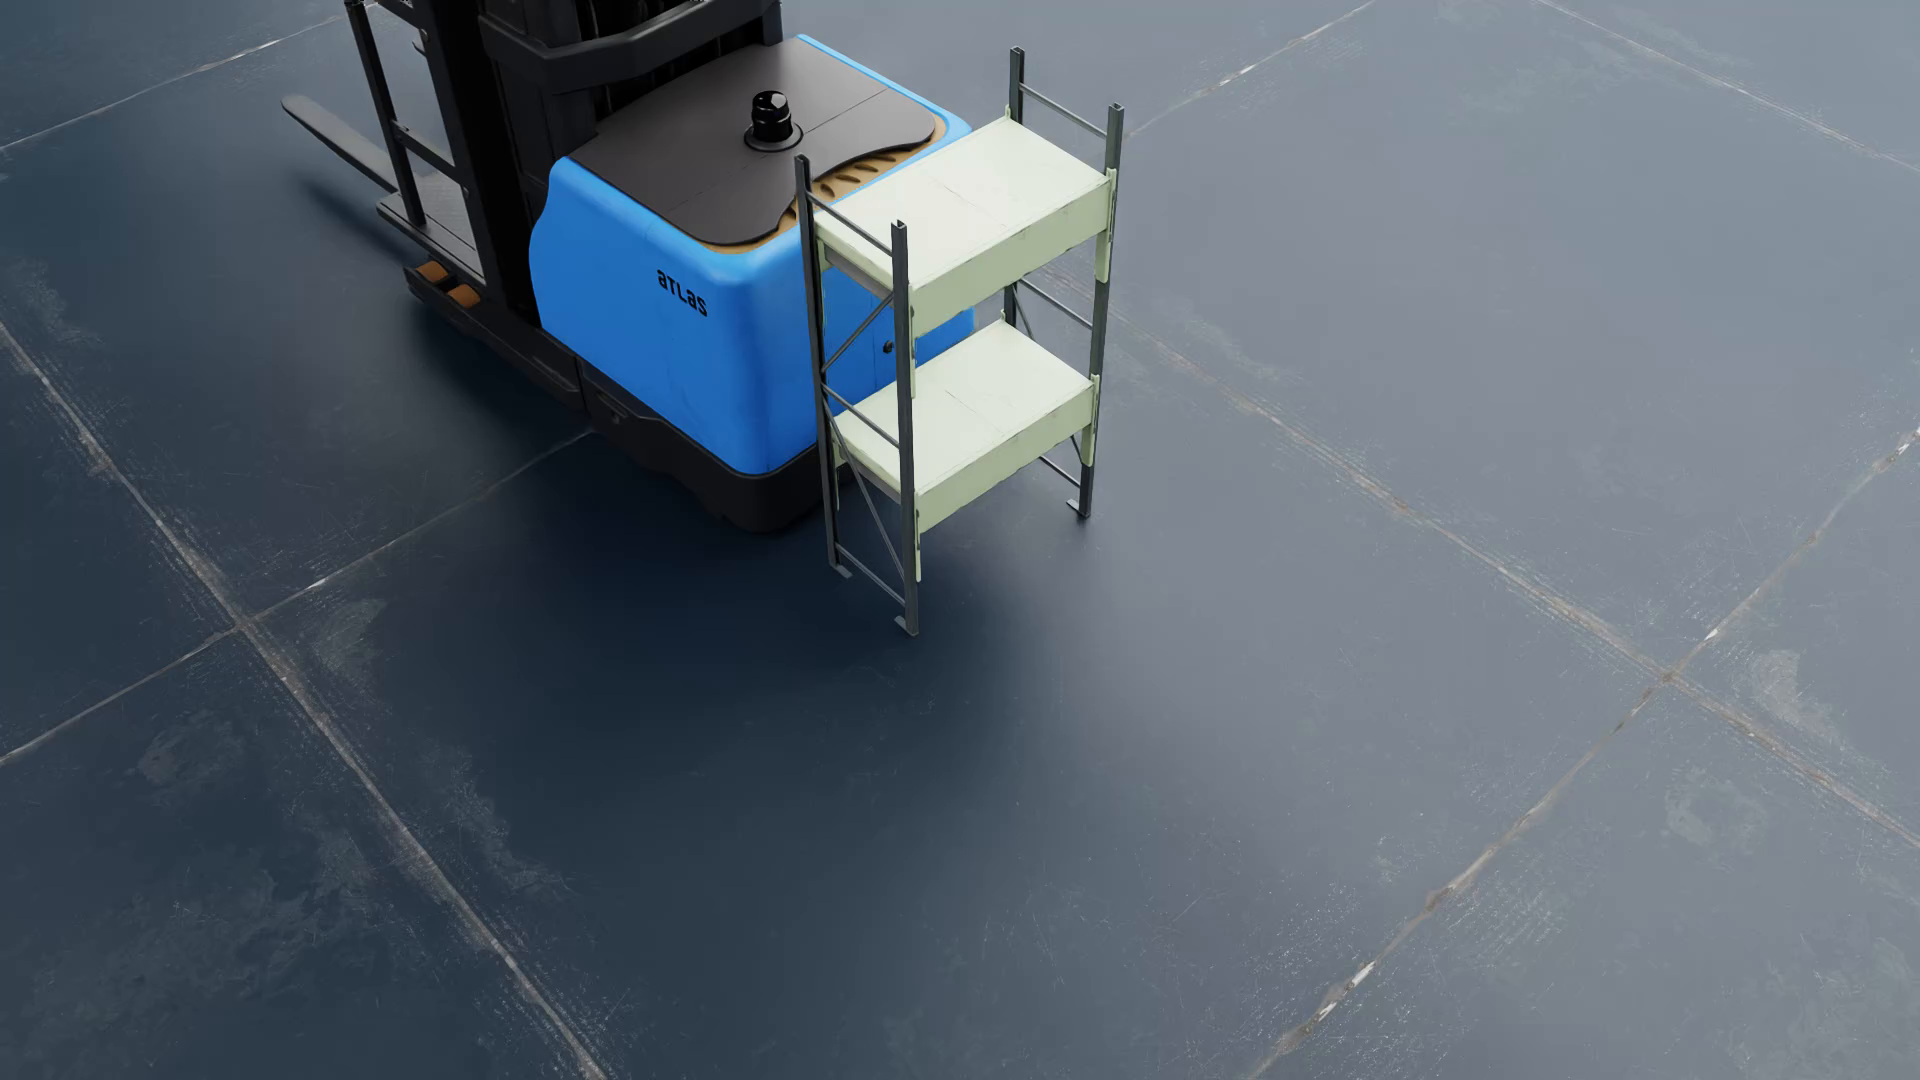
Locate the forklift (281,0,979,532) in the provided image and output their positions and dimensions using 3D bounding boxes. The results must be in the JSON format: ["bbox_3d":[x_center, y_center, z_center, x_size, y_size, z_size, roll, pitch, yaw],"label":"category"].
[{"bbox_3d":[-1.350,-1.983,5.085,3.031,2.935,1.130,35,56,28],"label":"forklift"}]

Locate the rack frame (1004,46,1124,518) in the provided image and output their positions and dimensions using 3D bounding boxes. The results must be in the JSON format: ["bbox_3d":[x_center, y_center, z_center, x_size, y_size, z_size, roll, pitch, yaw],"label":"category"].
[{"bbox_3d":[0.276,-0.693,4.869,0.023,1.500,0.400,-34,56,-27],"label":"rack frame"}]

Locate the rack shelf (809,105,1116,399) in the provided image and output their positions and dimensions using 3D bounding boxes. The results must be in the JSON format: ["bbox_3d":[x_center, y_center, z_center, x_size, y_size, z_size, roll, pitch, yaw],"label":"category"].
[{"bbox_3d":[0.005,-0.777,4.415,0.720,0.370,0.431,-34,56,-27],"label":"rack shelf"}]

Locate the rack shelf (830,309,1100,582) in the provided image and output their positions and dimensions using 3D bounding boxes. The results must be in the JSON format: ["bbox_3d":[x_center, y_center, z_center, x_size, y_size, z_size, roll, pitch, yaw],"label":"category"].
[{"bbox_3d":[0.005,-0.291,4.941,0.720,0.370,0.431,-34,56,-27],"label":"rack shelf"}]

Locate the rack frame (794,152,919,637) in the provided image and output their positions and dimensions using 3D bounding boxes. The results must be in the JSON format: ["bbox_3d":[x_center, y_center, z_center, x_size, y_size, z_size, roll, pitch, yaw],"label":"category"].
[{"bbox_3d":[-0.266,-0.331,4.535,0.023,1.500,0.400,-34,56,-27],"label":"rack frame"}]

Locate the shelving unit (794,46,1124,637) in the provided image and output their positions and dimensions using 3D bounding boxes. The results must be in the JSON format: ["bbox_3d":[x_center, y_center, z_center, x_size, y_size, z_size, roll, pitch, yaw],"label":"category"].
[{"bbox_3d":[0.005,-0.512,4.702,0.755,1.500,0.431,-34,56,-27],"label":"shelving unit"}]
